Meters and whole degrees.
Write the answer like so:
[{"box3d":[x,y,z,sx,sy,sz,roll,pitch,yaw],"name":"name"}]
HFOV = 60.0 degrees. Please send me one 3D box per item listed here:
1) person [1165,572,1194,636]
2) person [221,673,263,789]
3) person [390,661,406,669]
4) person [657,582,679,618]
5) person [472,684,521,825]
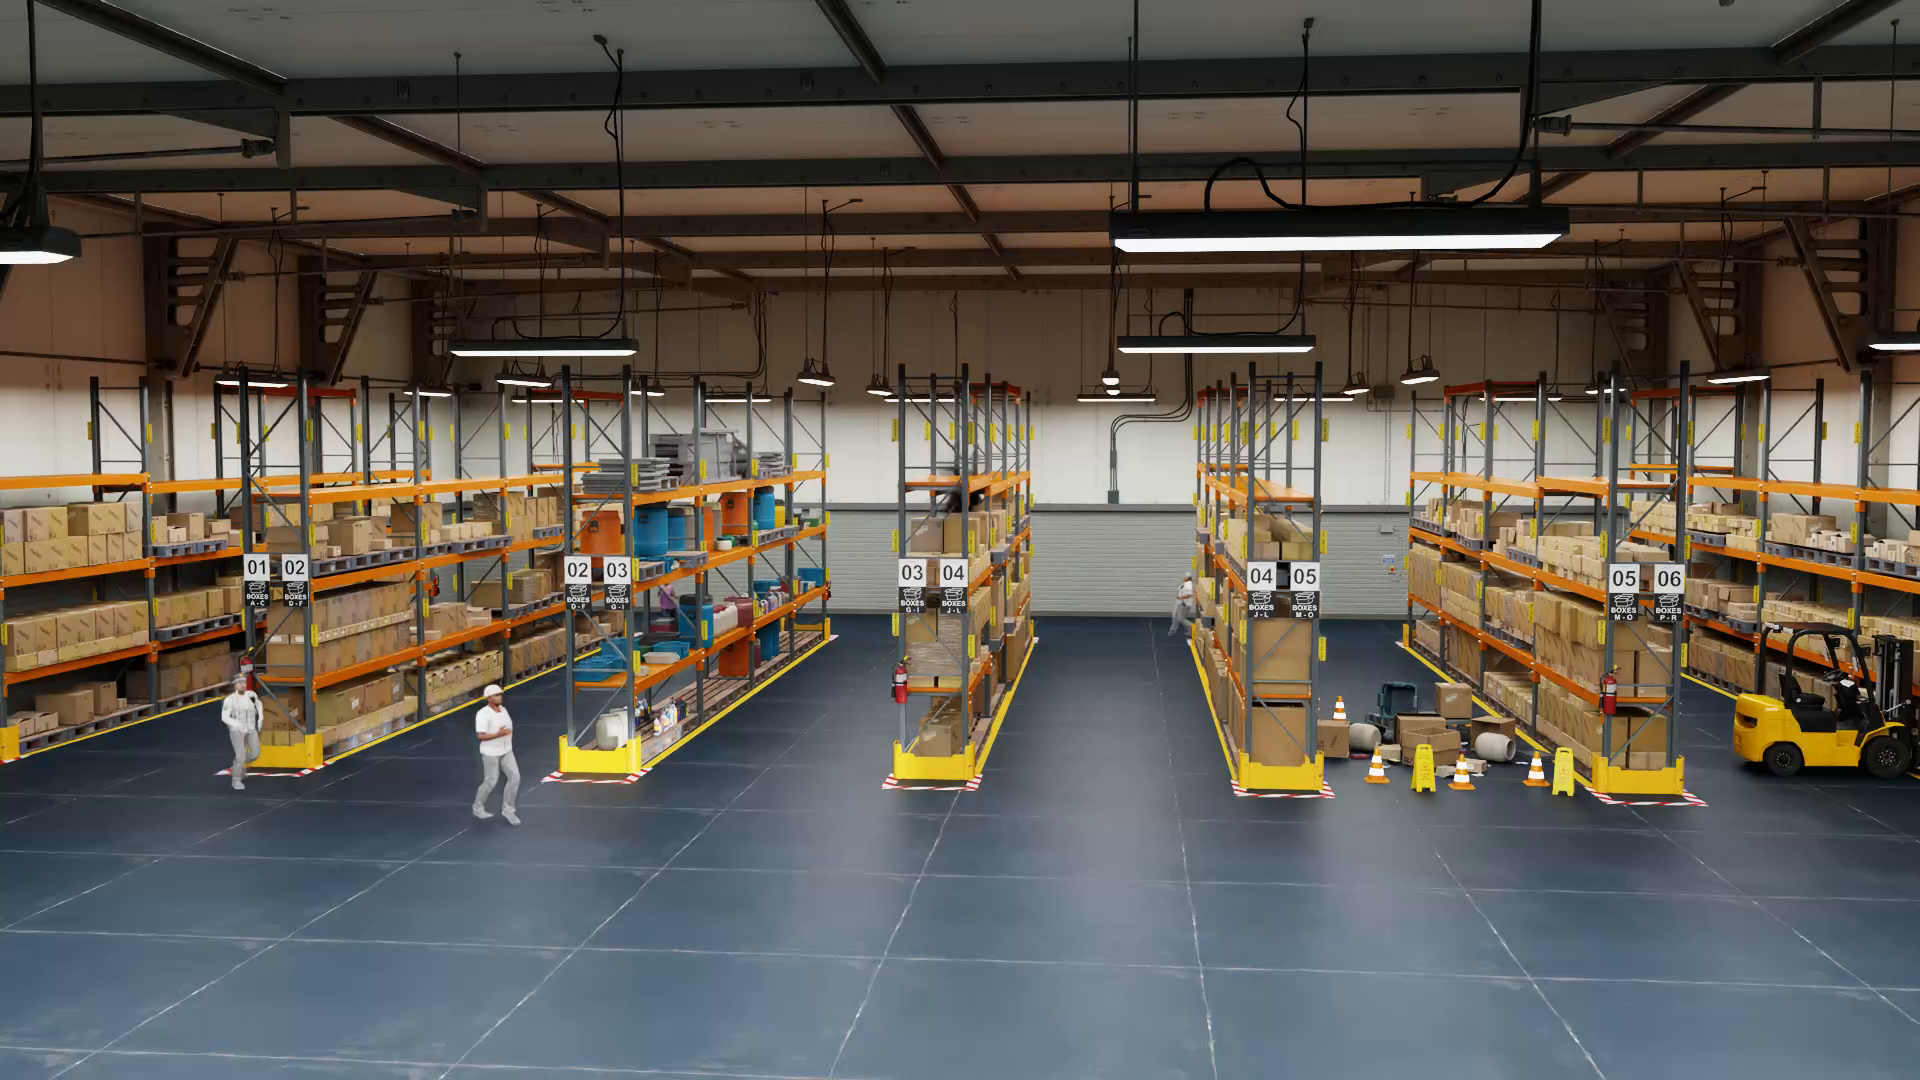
[{"box3d":[5.421,1.586,40.755,0.731,1.633,0.747,0,4,4],"name":"person"},{"box3d":[-10.055,2.679,23.391,0.601,1.651,0.642,4,5,44],"name":"person"},{"box3d":[-10.967,2.078,32.468,0.634,1.676,0.750,0,4,-1],"name":"person"},{"box3d":[-6.981,1.650,39.682,0.542,1.615,0.797,0,4,-1],"name":"person"},{"box3d":[-5.931,2.754,21.278,0.729,1.823,0.674,2,4,27],"name":"person"}]
